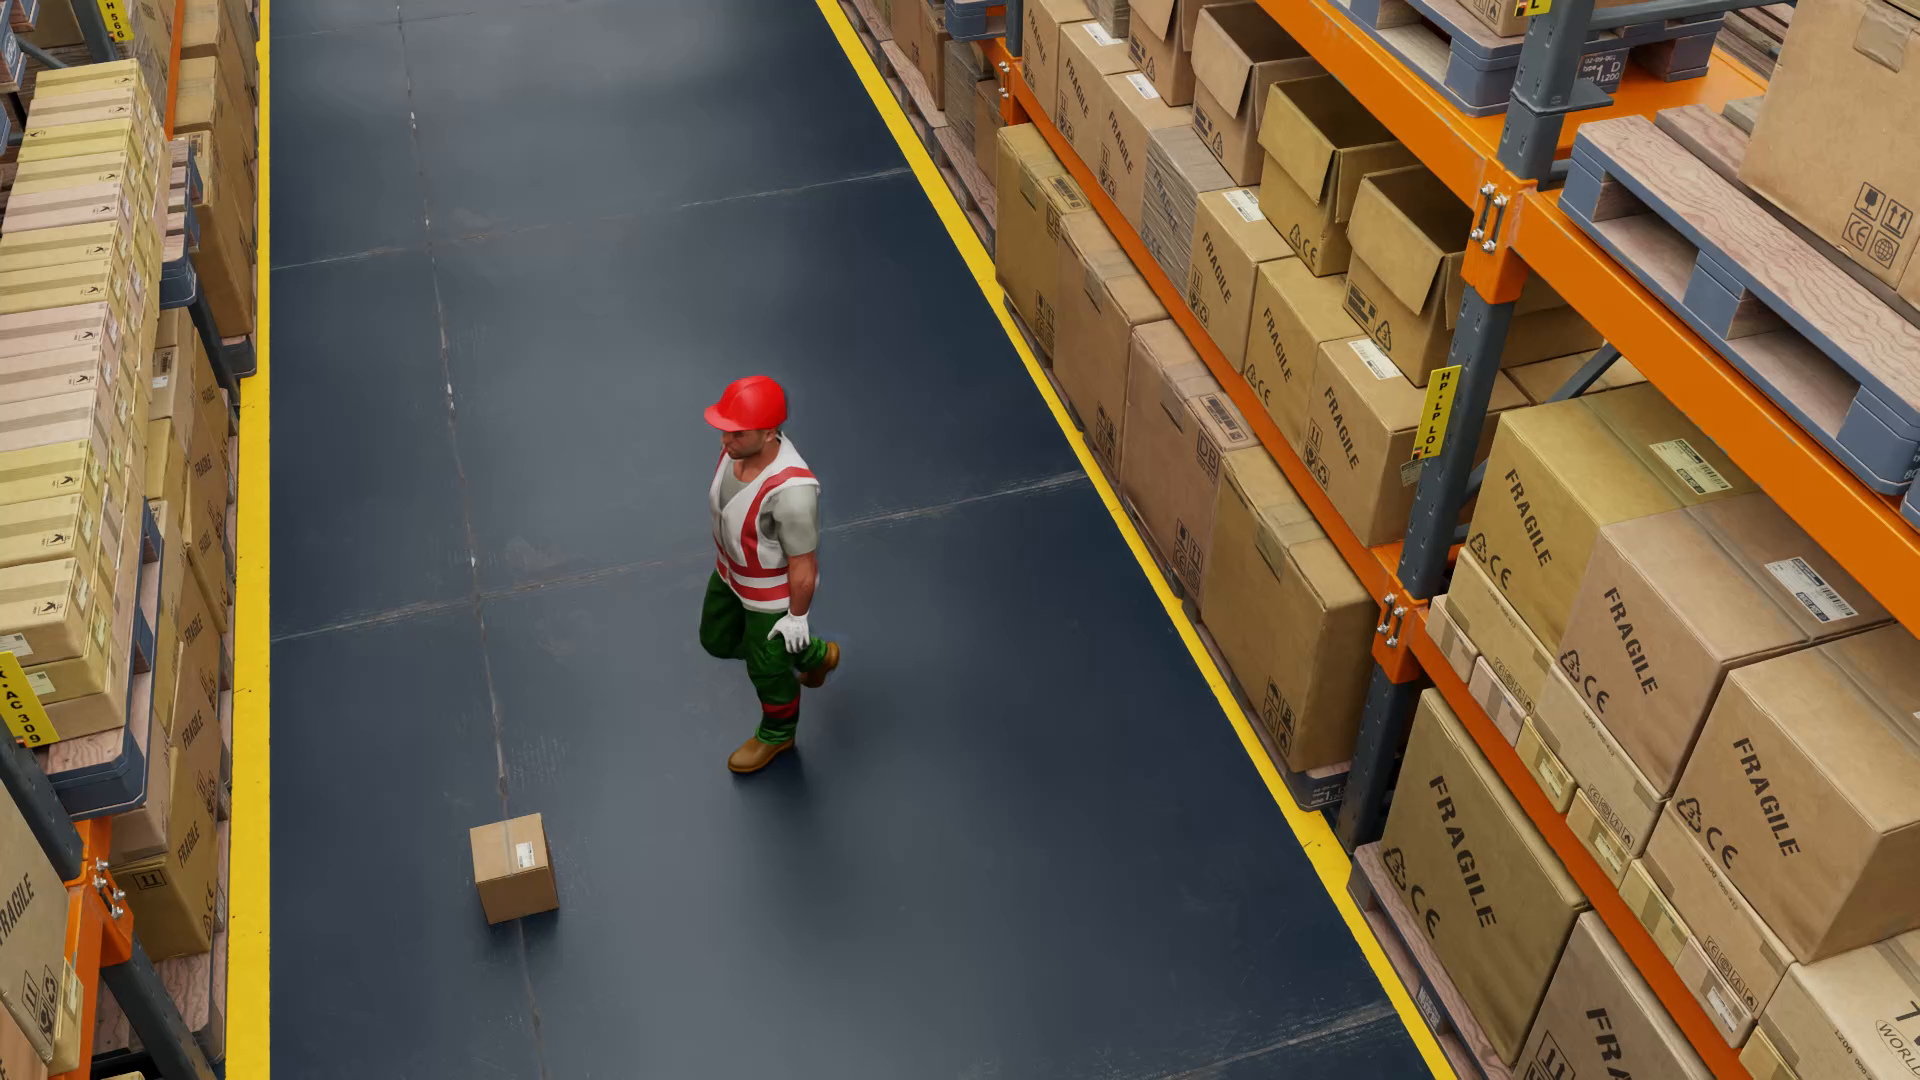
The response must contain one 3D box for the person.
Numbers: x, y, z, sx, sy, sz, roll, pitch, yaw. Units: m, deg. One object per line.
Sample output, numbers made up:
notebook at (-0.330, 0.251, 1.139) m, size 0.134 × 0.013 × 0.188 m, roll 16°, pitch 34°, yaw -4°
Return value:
person at (-0.673, 0.120, 5.968) m, size 0.562 × 1.780 × 0.591 m, roll -25°, pitch 48°, yaw -25°
